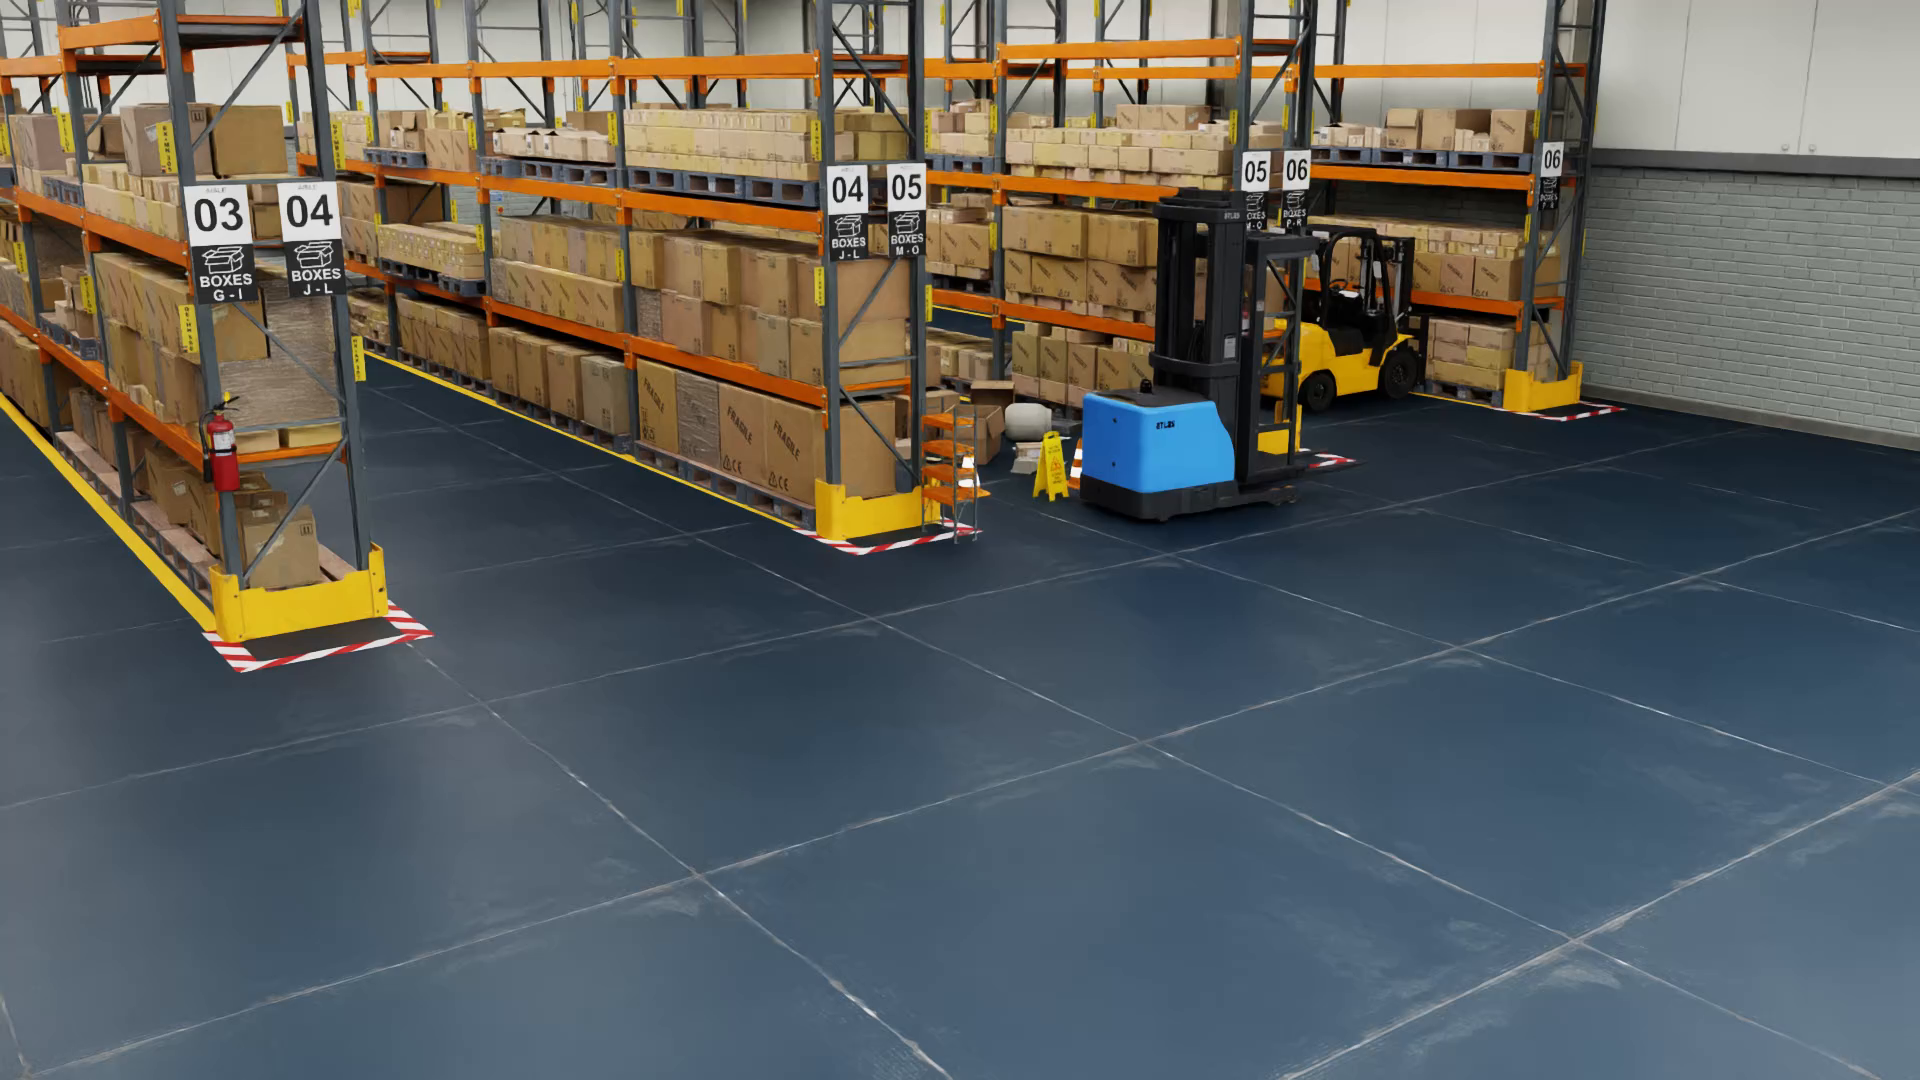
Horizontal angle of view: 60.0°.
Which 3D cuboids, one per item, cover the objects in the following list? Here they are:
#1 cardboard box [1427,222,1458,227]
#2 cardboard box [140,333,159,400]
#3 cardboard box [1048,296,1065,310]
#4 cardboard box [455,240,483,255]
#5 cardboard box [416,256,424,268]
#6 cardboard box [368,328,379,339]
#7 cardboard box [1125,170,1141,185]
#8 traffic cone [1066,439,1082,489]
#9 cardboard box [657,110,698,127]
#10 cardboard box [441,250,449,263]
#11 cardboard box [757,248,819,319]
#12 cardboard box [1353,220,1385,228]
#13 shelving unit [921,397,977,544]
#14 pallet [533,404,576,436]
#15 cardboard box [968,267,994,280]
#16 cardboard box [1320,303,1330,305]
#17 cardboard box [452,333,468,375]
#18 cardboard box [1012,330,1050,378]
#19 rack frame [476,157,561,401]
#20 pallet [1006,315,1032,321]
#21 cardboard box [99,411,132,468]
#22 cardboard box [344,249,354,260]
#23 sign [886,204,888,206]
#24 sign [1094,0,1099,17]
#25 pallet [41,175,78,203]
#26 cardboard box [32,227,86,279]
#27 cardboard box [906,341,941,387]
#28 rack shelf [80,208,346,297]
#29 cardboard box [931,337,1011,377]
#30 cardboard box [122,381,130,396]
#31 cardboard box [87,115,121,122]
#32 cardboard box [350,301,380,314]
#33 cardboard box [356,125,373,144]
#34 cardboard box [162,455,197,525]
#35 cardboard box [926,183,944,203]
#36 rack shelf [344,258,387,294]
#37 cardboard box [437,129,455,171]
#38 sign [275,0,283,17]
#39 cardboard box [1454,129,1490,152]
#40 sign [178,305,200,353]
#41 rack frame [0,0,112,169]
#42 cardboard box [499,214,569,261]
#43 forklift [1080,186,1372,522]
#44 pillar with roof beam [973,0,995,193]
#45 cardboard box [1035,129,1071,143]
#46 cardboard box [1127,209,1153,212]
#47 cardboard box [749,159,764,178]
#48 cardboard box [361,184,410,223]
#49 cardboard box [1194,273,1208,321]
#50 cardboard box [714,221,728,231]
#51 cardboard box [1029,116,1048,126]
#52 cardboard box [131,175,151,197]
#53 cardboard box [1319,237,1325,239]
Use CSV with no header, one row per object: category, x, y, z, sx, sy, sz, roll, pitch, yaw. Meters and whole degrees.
cardboard box,6.304,-4.069,21.778,0.380,0.149,0.250,-11,19,-34
cardboard box,-6.050,-1.439,13.397,0.875,0.500,0.500,-11,19,-35
cardboard box,1.264,-2.813,19.648,0.380,0.149,0.250,-10,18,-33
cardboard box,-6.105,-3.673,20.869,0.380,0.149,0.250,-12,19,-37
cardboard box,-7.021,-3.719,22.163,0.380,0.149,0.250,-12,19,-37
cardboard box,-8.597,-3.099,24.821,0.380,0.149,0.250,-12,19,-36
cardboard box,2.036,-3.989,18.264,0.380,0.149,0.250,-11,19,-36
traffic cone,1.208,-0.776,16.536,0.336,0.463,0.334,-11,19,-35
cardboard box,-2.706,-4.085,16.119,0.380,0.149,0.250,-11,19,-35
cardboard box,-6.420,-3.644,21.324,0.380,0.149,0.250,-10,18,-33
cardboard box,-1.327,-2.345,15.132,0.875,0.550,0.550,-11,19,-35
cardboard box,5.437,-4.152,22.082,0.380,0.149,0.250,-11,19,-35
shelving unit,-0.097,-0.614,14.547,0.258,1.200,0.503,-11,19,-35
pallet,-4.331,-1.486,19.606,1.003,0.211,1.213,-11,19,-35
cardboard box,0.324,-3.356,20.835,0.380,0.149,0.250,-11,19,-34
cardboard box,5.186,-3.074,22.646,0.500,0.250,0.500,-11,19,-34
cardboard box,-6.347,-2.480,21.894,0.500,0.500,0.500,-10,18,-32
cardboard box,0.979,-2.277,20.208,0.500,0.500,0.500,-10,18,-32
rack frame,-5.446,-3.272,20.847,1.000,3.000,0.127,-11,19,-35
pallet,1.389,-3.913,28.474,1.003,0.211,1.213,-11,19,-35
cardboard box,-8.104,-1.034,16.575,0.700,0.500,0.500,-13,20,-39
cardboard box,-9.133,-4.352,25.270,0.380,0.149,0.250,-10,18,-33
sign,-1.068,-4.668,23.906,0.100,0.325,0.005,-11,19,-35
sign,2.078,-8.129,25.310,0.100,0.325,0.005,-11,19,-35
pallet,-8.055,-3.395,15.971,1.213,0.211,1.003,-11,19,-35
cardboard box,-9.935,-3.214,18.547,0.797,0.503,0.637,-10,18,-33
cardboard box,-0.572,-2.084,19.810,0.500,0.500,0.500,-11,19,-35
rack shelf,-5.990,-2.342,13.131,1.077,0.370,4.000,-11,19,-35
cardboard box,0.114,-2.407,21.871,0.950,0.372,0.625,-10,18,-31
cardboard box,-6.977,-1.351,14.305,0.380,0.149,0.250,-11,19,-35
cardboard box,-8.446,-3.980,16.619,0.500,0.500,0.500,-10,18,-34
cardboard box,-9.044,-3.543,25.316,0.380,0.149,0.250,-12,19,-36
cardboard box,-8.275,-5.800,23.742,0.500,0.250,0.500,-12,19,-37
cardboard box,-6.620,-0.453,14.490,0.500,0.500,0.500,-5,16,-17
cardboard box,-0.501,-6.479,30.866,0.500,0.500,0.500,-11,19,-36
rack shelf,-8.974,-4.206,25.623,1.077,0.370,4.000,-11,19,-35
cardboard box,-6.292,-4.954,21.122,0.500,0.500,0.500,-11,19,-35
sign,-10.589,-8.278,25.855,0.100,0.325,0.005,-11,19,-35
cardboard box,6.333,-4.941,20.535,0.396,0.266,0.258,-11,19,-34
sign,-5.275,-1.444,11.378,0.100,0.325,0.005,-11,19,-35
rack frame,-9.518,-5.417,17.321,1.000,3.000,0.127,-11,19,-35
cardboard box,-5.190,-3.705,20.346,0.700,0.500,0.500,-11,19,-35
forklift,2.657,-1.850,15.784,3.031,2.935,1.130,-9,18,-31
pillar with roof beam,-3.003,-8.201,27.493,9.100,9.000,0.400,-11,19,-35
cardboard box,1.096,-4.691,19.316,0.380,0.149,0.250,-12,19,-36
cardboard box,2.866,-5.156,26.313,0.380,0.149,0.250,-10,18,-33
cardboard box,-1.659,-3.321,14.836,0.380,0.149,0.250,-11,19,-34
cardboard box,-8.293,-4.858,23.997,0.500,0.500,0.500,-12,19,-36
cardboard box,2.660,-2.618,17.706,0.500,0.500,0.500,-11,19,-36
cardboard box,-3.494,-4.840,25.914,0.500,0.250,0.500,-11,18,-34
cardboard box,1.307,-6.847,27.196,0.380,0.149,0.250,-11,19,-34
cardboard box,-5.989,-2.672,12.502,0.380,0.149,0.250,-12,19,-37
cardboard box,4.991,-4.176,22.733,0.380,0.149,0.250,-10,18,-33
